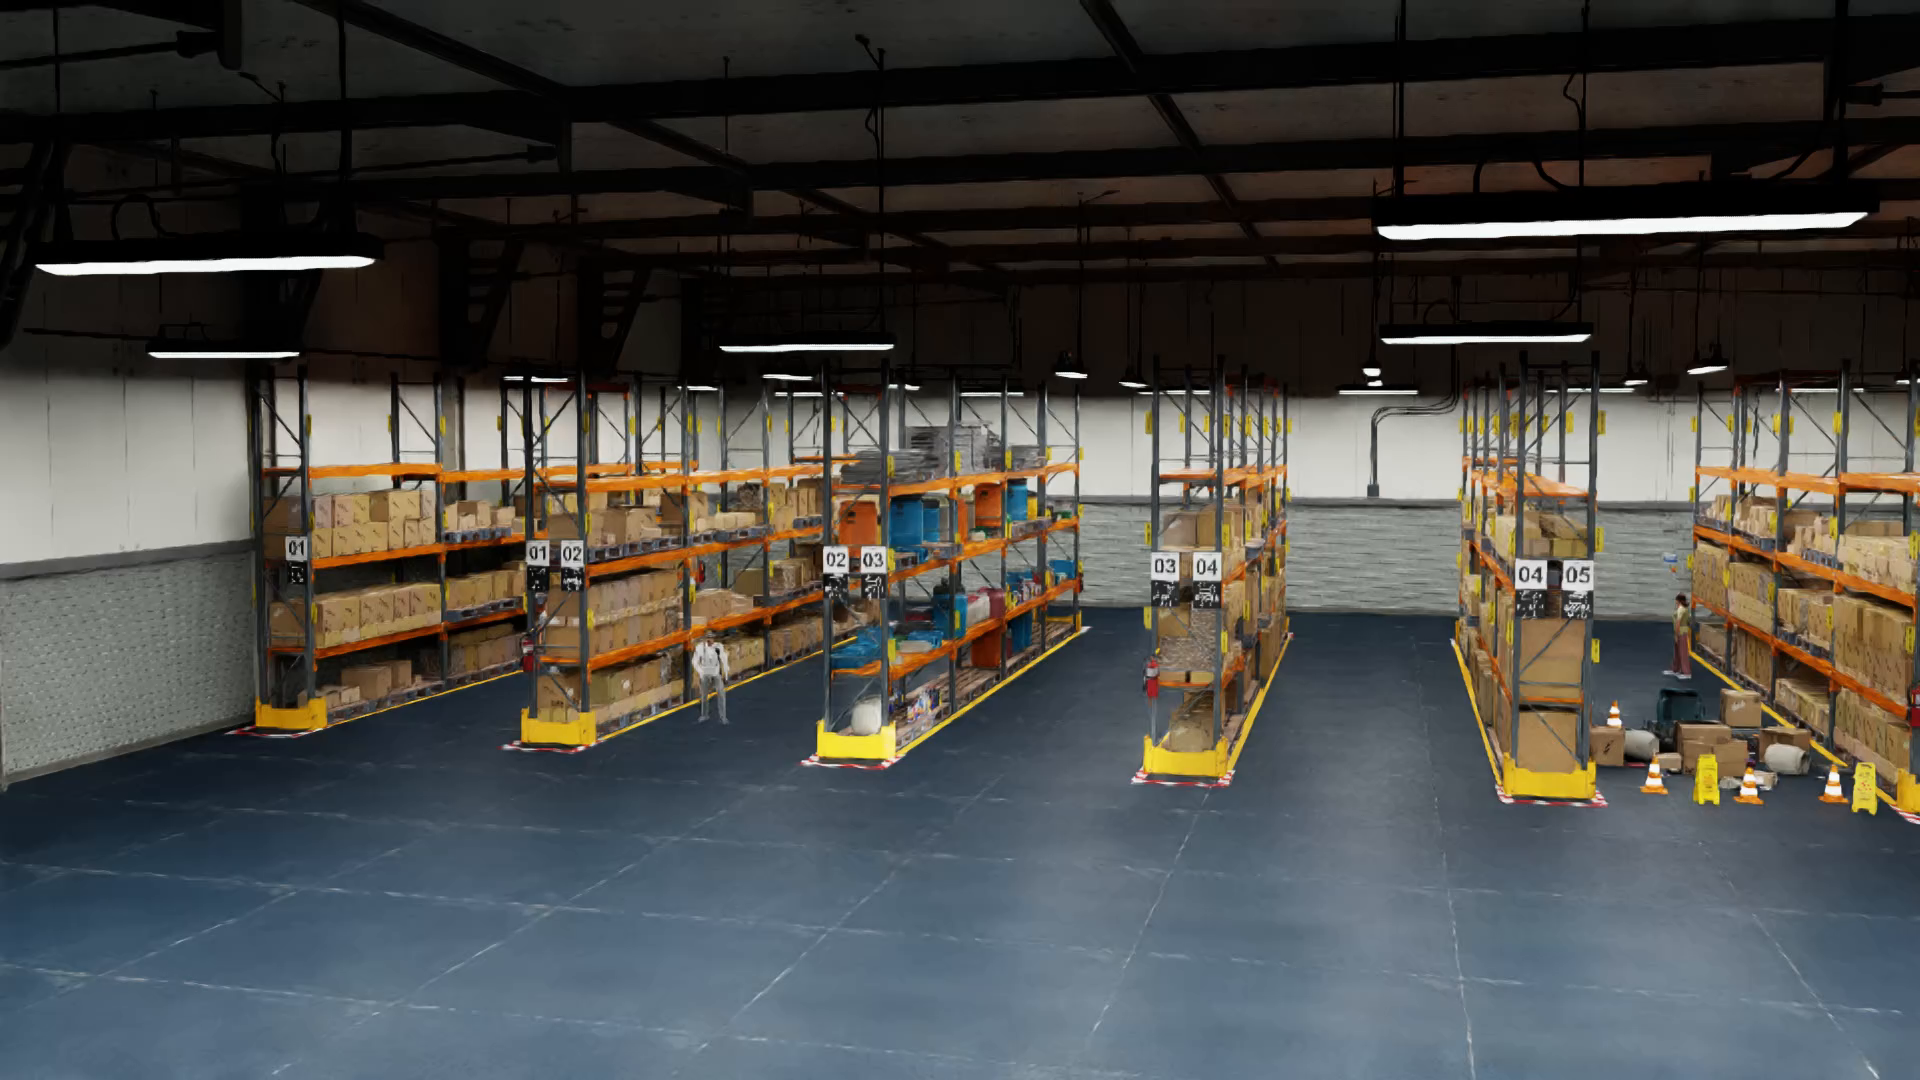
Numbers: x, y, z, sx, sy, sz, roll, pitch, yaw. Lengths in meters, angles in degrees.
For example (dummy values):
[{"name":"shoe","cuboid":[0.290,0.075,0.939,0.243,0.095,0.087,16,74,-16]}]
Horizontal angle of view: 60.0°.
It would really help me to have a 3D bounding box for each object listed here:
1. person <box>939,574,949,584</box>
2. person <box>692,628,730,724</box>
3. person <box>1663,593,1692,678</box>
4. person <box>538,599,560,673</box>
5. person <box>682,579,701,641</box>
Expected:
[{"name":"person","cuboid":[-0.324,1.619,37.041,0.494,1.693,0.541,2,5,32]},{"name":"person","cuboid":[-4.176,2.269,27.912,0.632,1.616,0.754,0,4,-6]},{"name":"person","cuboid":[14.256,1.878,32.985,0.586,1.665,0.577,3,5,33]},{"name":"person","cuboid":[-8.051,1.935,32.704,0.466,1.588,1.081,0,4,5]},{"name":"person","cuboid":[-5.782,1.674,35.872,0.573,1.691,1.121,1,4,16]}]
